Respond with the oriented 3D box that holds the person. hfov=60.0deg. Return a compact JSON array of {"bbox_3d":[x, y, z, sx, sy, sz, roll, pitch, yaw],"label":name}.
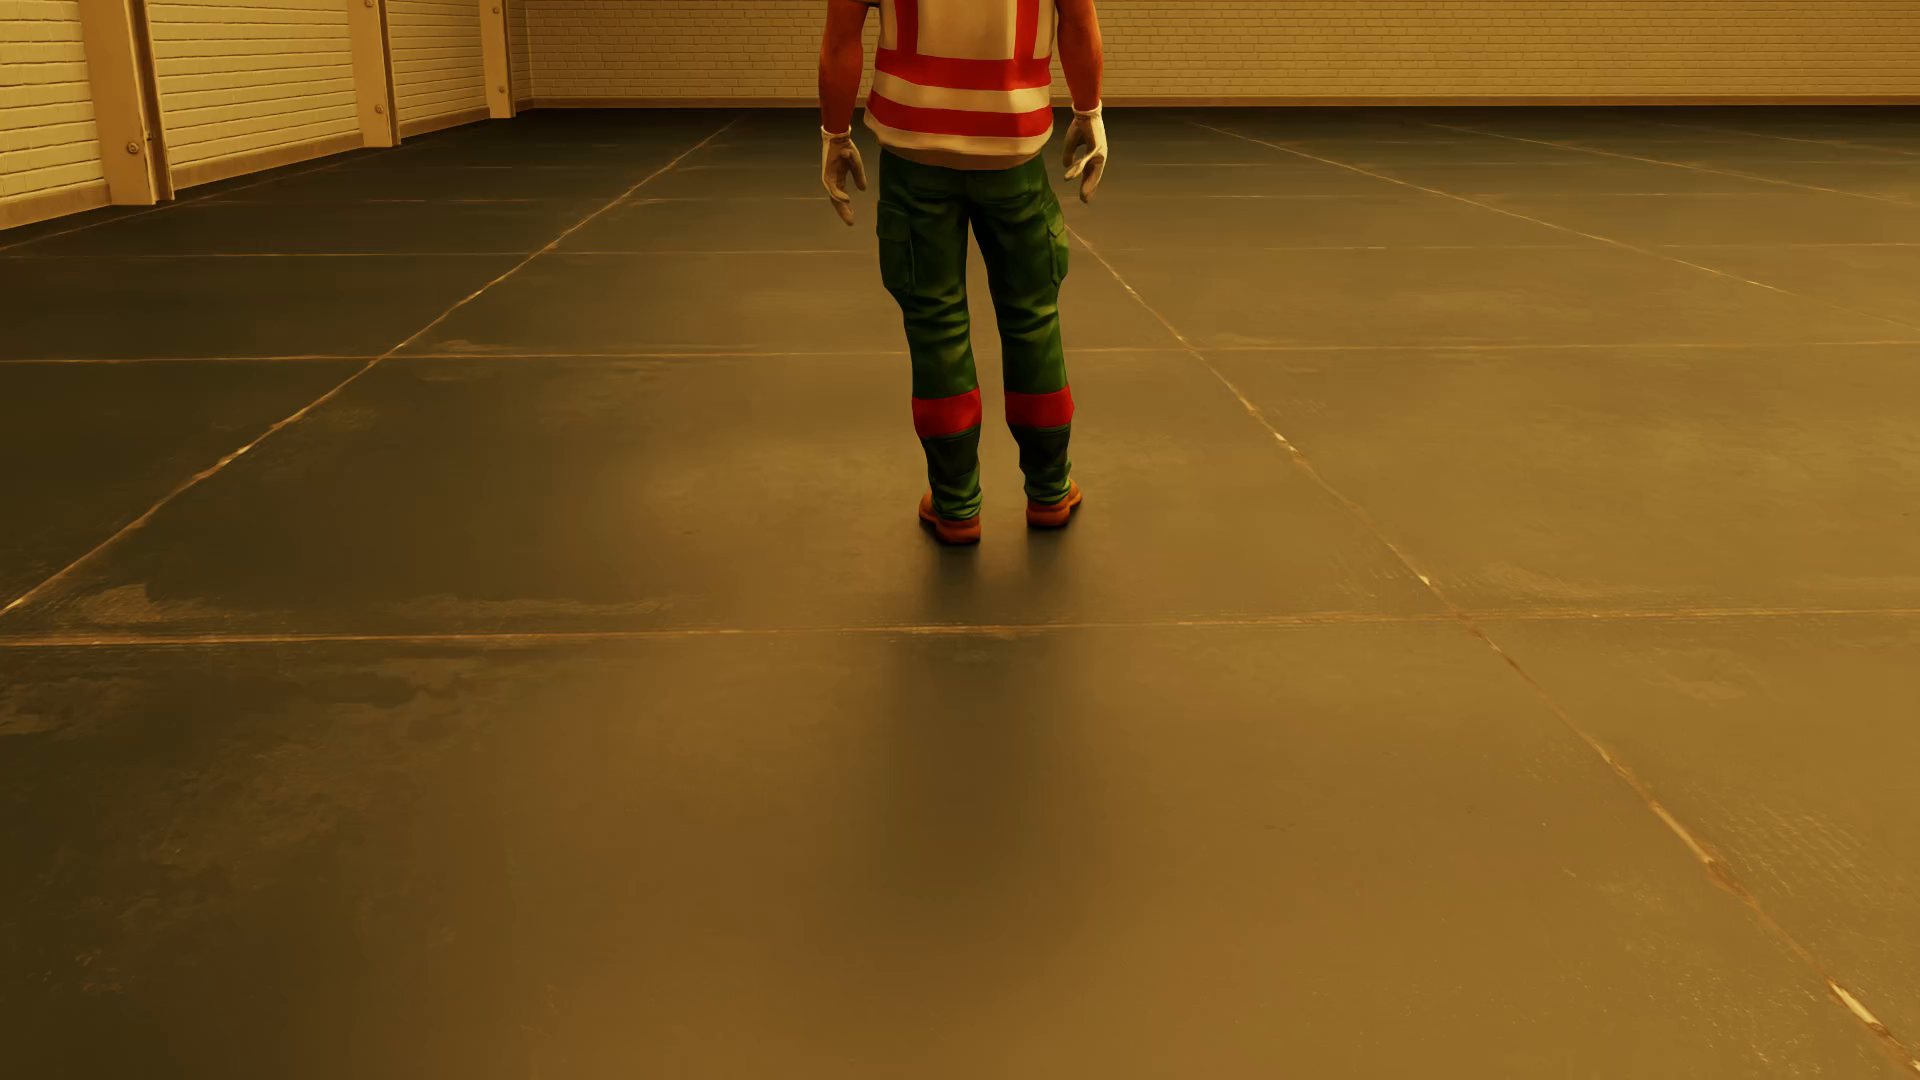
[{"bbox_3d":[0.008,-0.886,3.731,0.637,1.787,0.564,-1,17,-3],"label":"person"}]
